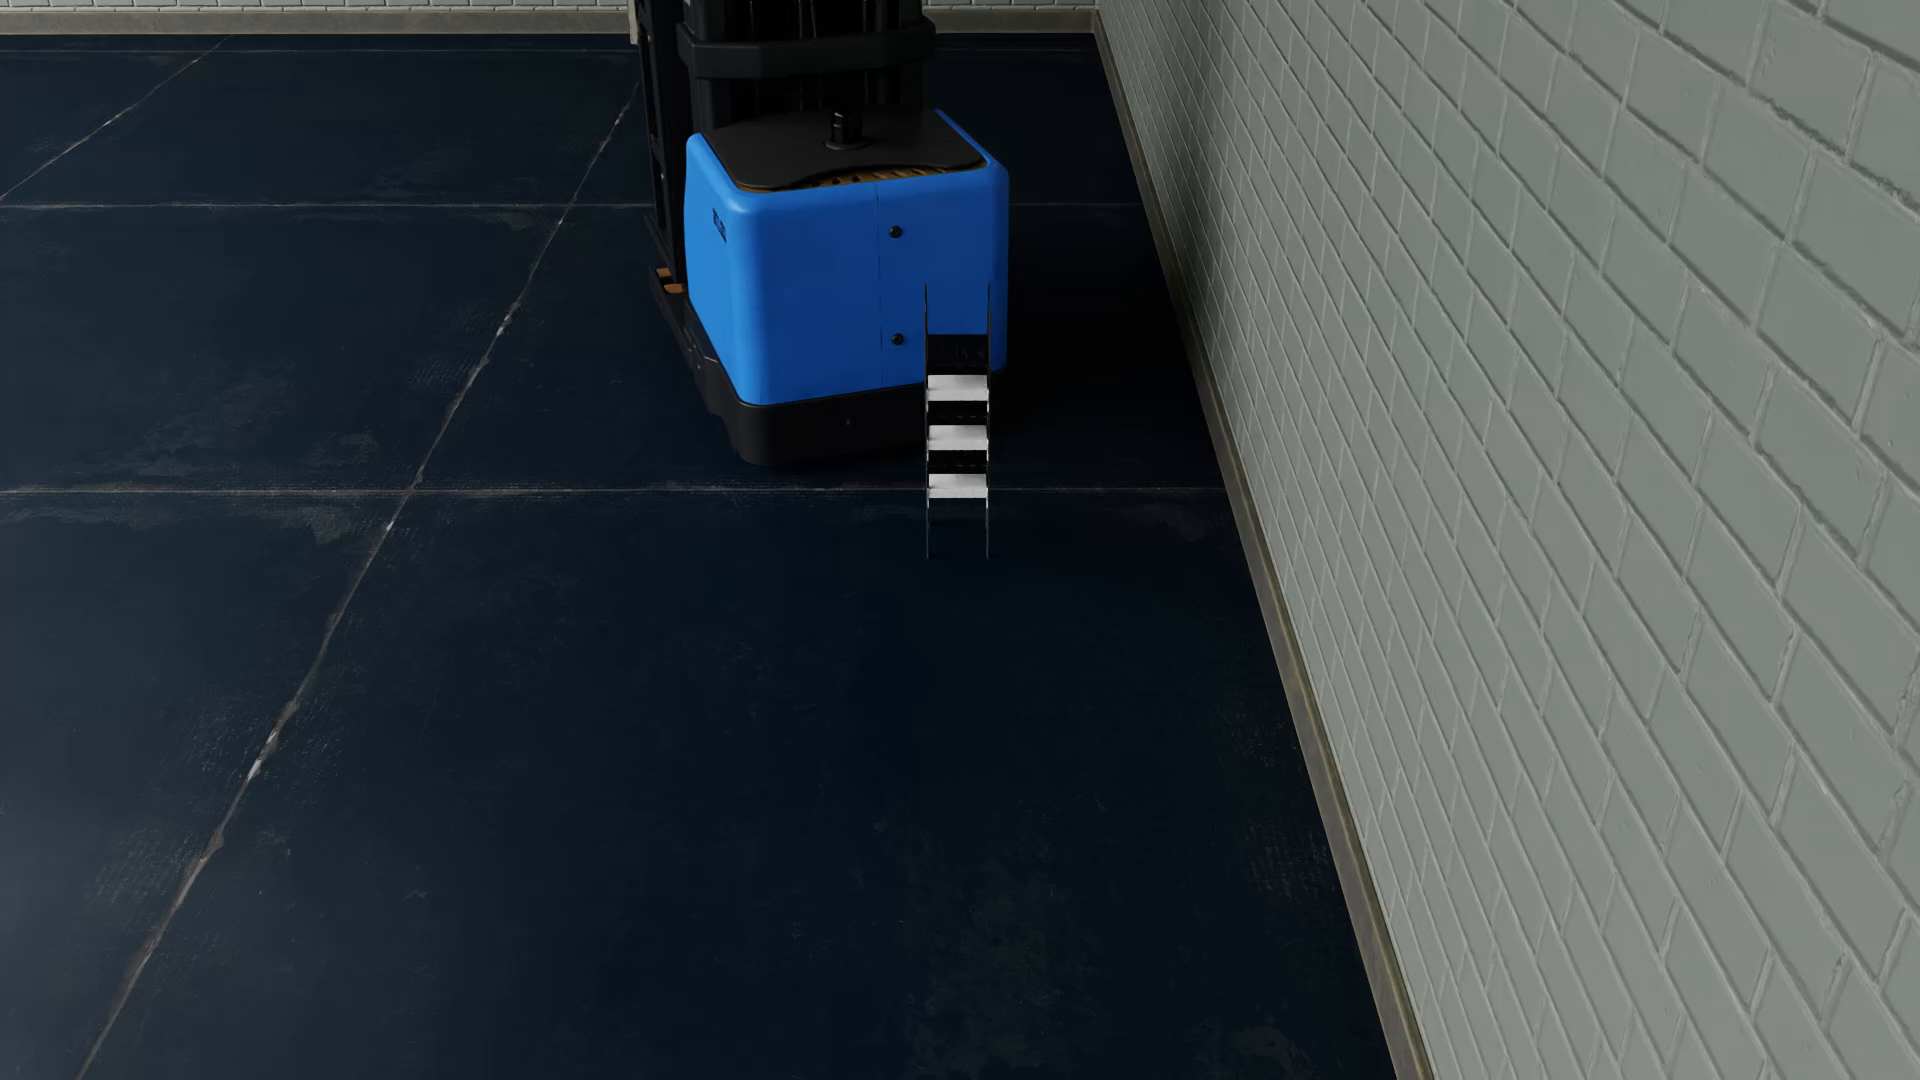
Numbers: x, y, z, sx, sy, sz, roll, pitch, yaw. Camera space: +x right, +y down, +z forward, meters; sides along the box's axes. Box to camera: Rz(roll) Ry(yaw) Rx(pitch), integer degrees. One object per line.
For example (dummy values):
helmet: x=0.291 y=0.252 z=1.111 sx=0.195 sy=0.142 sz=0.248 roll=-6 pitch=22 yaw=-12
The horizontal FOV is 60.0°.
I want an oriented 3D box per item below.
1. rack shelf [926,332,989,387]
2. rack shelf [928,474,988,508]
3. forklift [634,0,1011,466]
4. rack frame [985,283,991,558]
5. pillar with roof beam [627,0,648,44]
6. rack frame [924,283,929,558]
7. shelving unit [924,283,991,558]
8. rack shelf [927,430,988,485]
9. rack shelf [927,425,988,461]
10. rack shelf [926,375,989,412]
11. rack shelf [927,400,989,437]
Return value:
rack shelf: x=-0.008 y=-0.587 z=5.394 sx=0.200 sy=0.077 sz=0.258 roll=0 pitch=31 yaw=0
rack shelf: x=-0.008 y=-0.202 z=5.627 sx=0.200 sy=0.077 sz=0.258 roll=0 pitch=31 yaw=0
forklift: x=-0.762 y=-2.277 z=6.678 sx=1.130 sy=2.935 sz=3.031 roll=-10 pitch=33 yaw=-16
rack frame: x=0.094 y=-0.385 z=5.517 sx=0.006 sy=0.900 sz=0.240 roll=0 pitch=31 yaw=0
pillar with roof beam: x=-2.014 y=-5.069 z=5.429 sx=0.400 sy=9.000 sz=9.100 roll=0 pitch=31 yaw=0
rack frame: x=-0.110 y=-0.384 z=5.516 sx=0.006 sy=0.900 sz=0.240 roll=0 pitch=31 yaw=0
shelving unit: x=-0.008 y=-0.385 z=5.517 sx=0.210 sy=0.900 sz=0.258 roll=0 pitch=31 yaw=0
rack shelf: x=-0.008 y=-0.279 z=5.581 sx=0.200 sy=0.077 sz=0.258 roll=0 pitch=31 yaw=0
rack shelf: x=-0.008 y=-0.356 z=5.534 sx=0.200 sy=0.077 sz=0.258 roll=0 pitch=31 yaw=0
rack shelf: x=-0.008 y=-0.510 z=5.440 sx=0.200 sy=0.077 sz=0.258 roll=0 pitch=31 yaw=0
rack shelf: x=-0.008 y=-0.433 z=5.487 sx=0.200 sy=0.077 sz=0.258 roll=0 pitch=31 yaw=0
